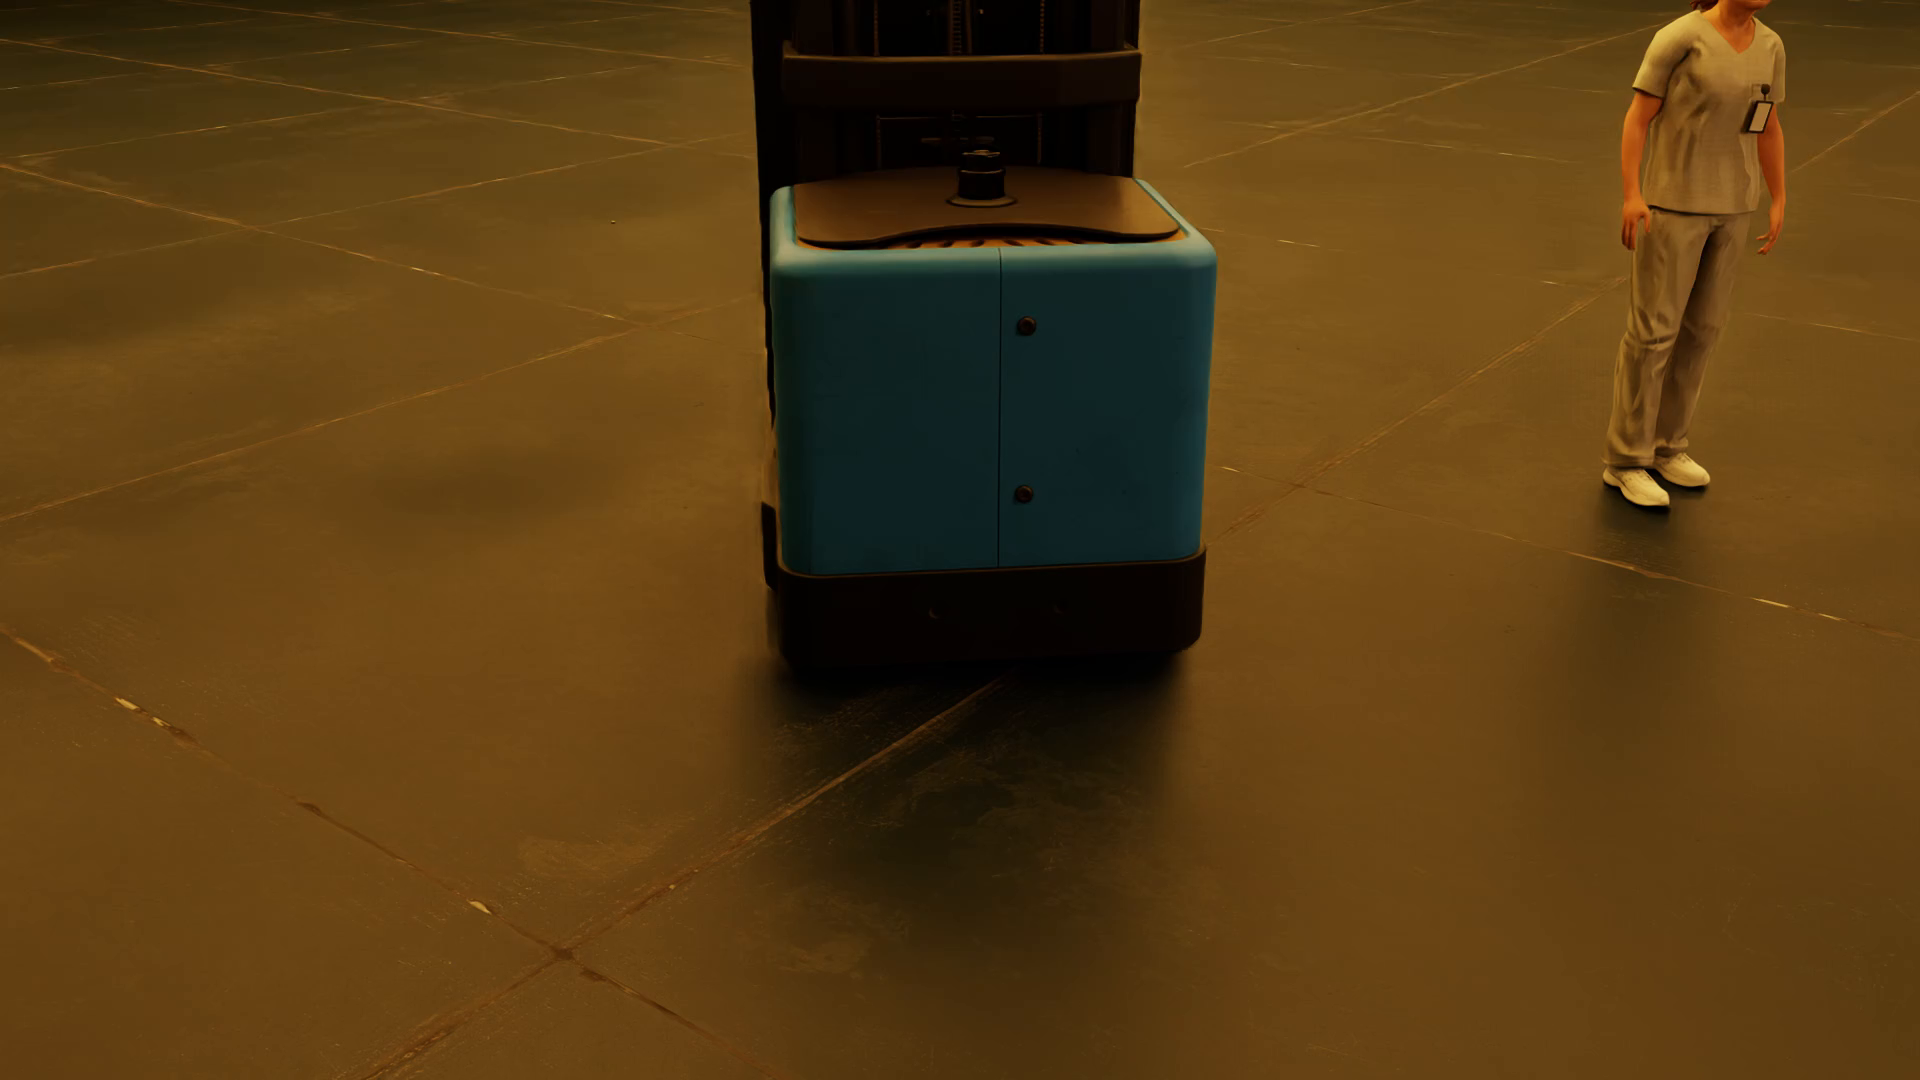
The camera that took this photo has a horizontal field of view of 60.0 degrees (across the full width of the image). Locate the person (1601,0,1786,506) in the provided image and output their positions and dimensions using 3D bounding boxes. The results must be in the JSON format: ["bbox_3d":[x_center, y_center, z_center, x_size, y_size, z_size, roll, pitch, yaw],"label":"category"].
[{"bbox_3d":[2.273,-0.966,5.030,0.560,1.671,0.539,-6,24,-13],"label":"person"}]

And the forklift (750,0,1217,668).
[{"bbox_3d":[-0.068,-1.587,4.879,1.130,2.935,3.031,-2,24,-6],"label":"forklift"}]
